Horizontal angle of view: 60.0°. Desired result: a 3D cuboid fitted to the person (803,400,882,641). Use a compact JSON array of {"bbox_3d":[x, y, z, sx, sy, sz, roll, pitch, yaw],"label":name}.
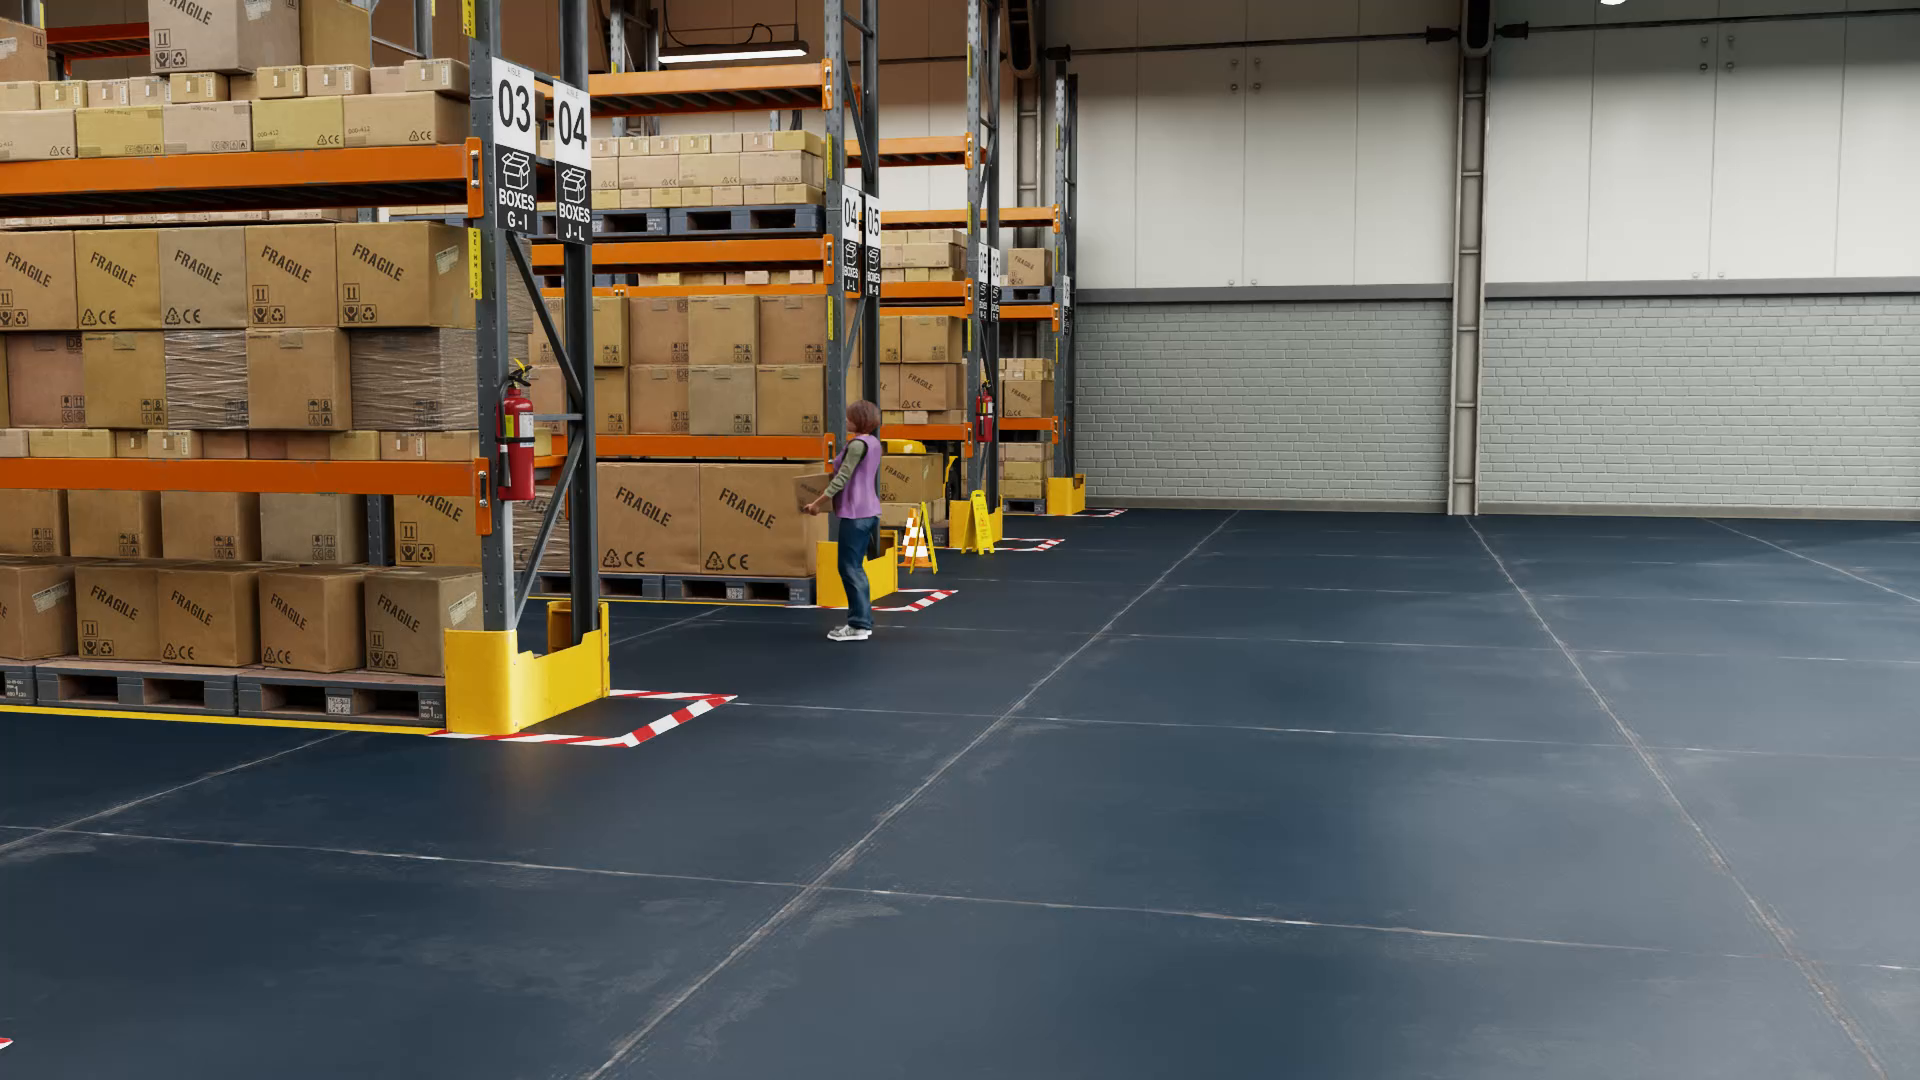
[{"bbox_3d":[-0.768,-0.127,11.053,0.497,1.575,0.405,1,5,14],"label":"person"}]
